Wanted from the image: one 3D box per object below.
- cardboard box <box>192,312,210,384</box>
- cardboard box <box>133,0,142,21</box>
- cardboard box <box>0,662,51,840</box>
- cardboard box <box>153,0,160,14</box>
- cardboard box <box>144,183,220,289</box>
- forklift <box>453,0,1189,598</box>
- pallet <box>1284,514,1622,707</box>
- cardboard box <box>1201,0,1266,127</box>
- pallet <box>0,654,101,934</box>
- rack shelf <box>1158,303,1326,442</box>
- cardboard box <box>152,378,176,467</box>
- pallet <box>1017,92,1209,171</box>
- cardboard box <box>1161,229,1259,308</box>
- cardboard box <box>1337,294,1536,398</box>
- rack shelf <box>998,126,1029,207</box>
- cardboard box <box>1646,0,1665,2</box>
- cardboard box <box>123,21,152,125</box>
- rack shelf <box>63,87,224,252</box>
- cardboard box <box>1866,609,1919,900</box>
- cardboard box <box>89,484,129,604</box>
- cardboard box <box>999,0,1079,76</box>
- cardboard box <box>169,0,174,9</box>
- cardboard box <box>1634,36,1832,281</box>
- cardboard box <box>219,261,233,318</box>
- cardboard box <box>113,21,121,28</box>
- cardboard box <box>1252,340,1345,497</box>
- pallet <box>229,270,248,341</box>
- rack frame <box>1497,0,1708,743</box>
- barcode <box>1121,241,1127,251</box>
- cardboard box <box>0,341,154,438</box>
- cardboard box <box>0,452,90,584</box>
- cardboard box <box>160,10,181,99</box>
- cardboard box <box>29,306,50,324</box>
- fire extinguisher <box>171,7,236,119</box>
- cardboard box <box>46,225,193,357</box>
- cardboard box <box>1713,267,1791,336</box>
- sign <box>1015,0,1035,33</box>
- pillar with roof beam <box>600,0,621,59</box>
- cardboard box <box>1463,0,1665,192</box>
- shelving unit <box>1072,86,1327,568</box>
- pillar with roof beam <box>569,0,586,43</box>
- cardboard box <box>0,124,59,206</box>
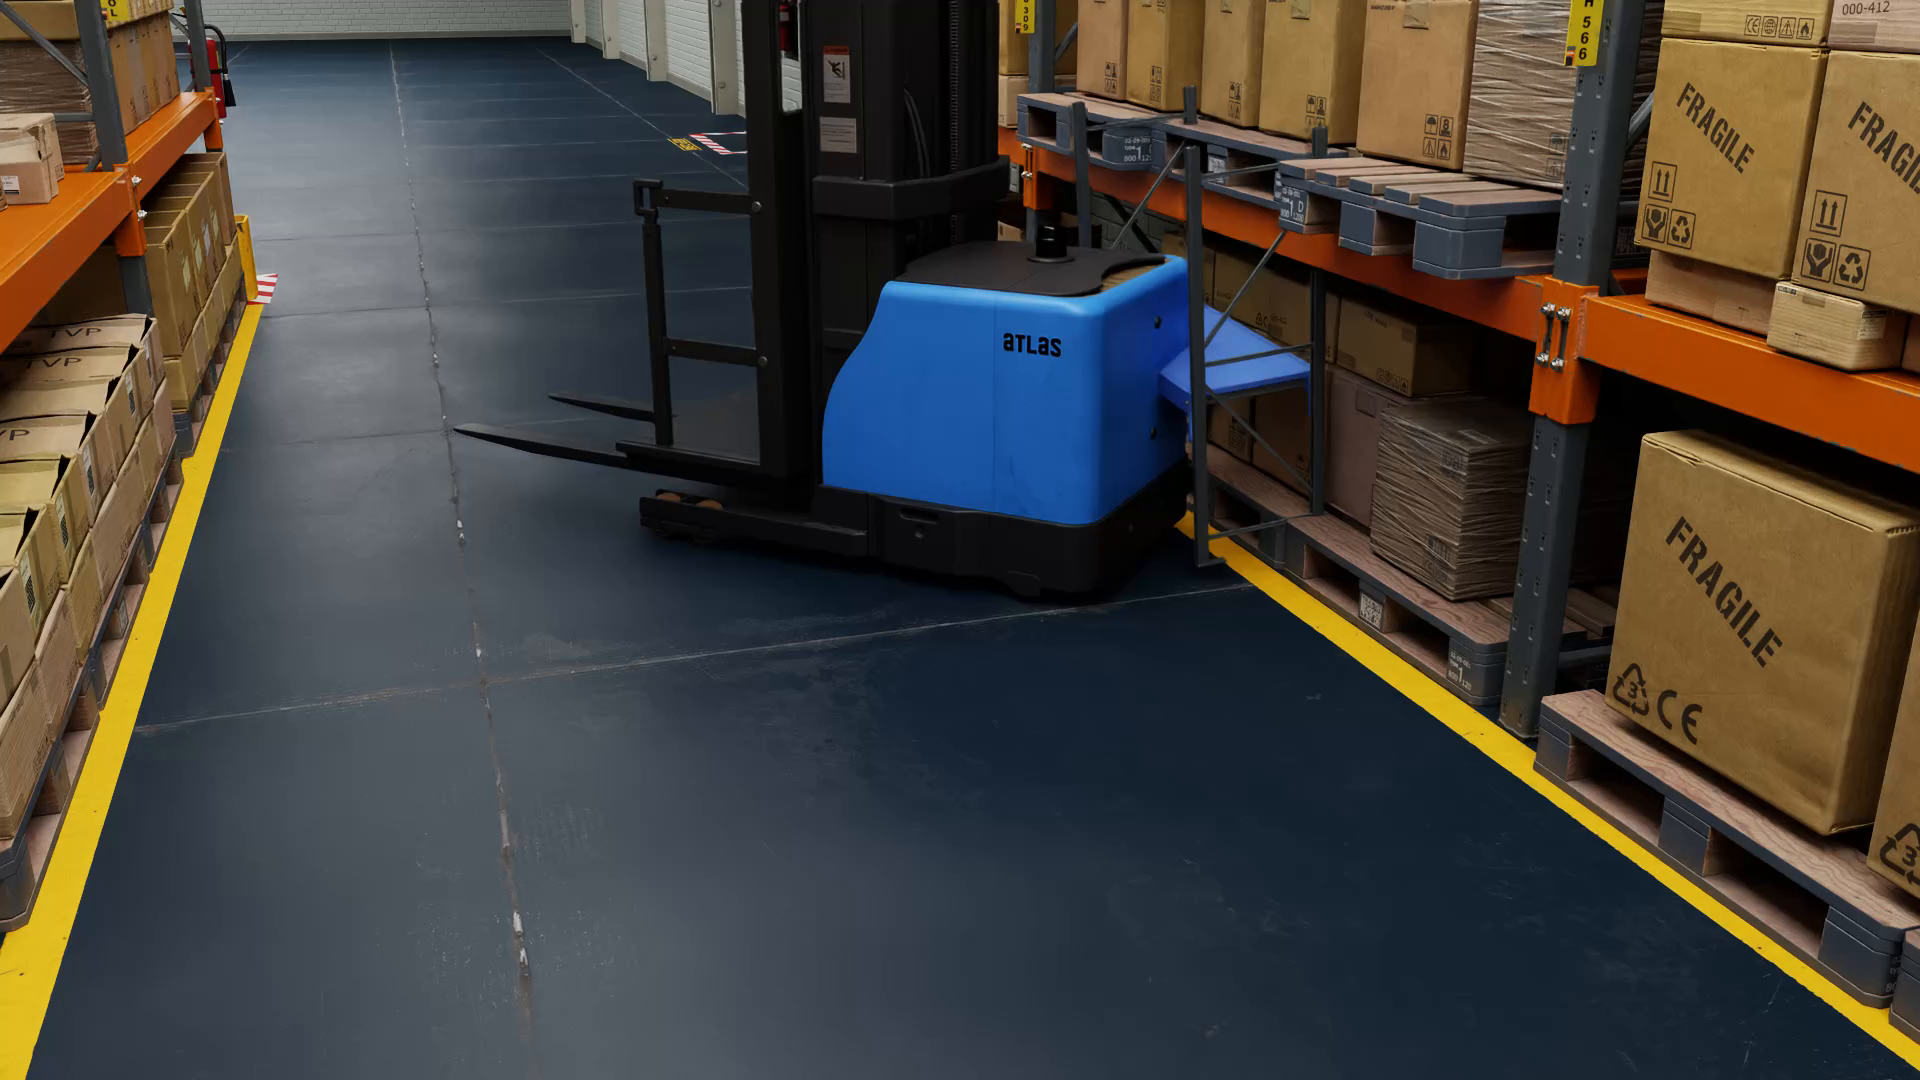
[{"bbox_3d":[-3.892,-0.903,7.938,0.500,0.250,0.500,-6,21,-17],"label":"cardboard box"},{"bbox_3d":[-4.348,-2.693,8.369,0.380,0.149,0.250,-7,21,-18],"label":"cardboard box"},{"bbox_3d":[-2.510,0.524,3.967,0.500,0.250,0.500,-6,21,-17],"label":"cardboard box"},{"bbox_3d":[-4.597,-2.944,9.067,0.380,0.149,0.250,-6,21,-16],"label":"cardboard box"},{"bbox_3d":[-4.203,-1.577,8.706,0.500,0.500,0.500,-6,21,-17],"label":"cardboard box"},{"bbox_3d":[-0.666,-1.511,6.288,3.031,2.935,1.130,10,22,26],"label":"forklift"},{"bbox_3d":[1.833,0.161,5.657,1.003,0.211,1.213,-6,21,-17],"label":"pallet"},{"bbox_3d":[1.353,-1.884,6.425,0.700,0.500,0.500,-4,20,-10],"label":"cardboard box"},{"bbox_3d":[-2.846,0.671,4.237,1.003,0.211,1.213,-6,21,-17],"label":"pallet"},{"bbox_3d":[0.891,-0.660,6.254,0.538,0.185,1.000,-12,25,-14],"label":"rack shelf"},{"bbox_3d":[-3.476,-0.458,6.702,0.500,0.250,0.500,-7,21,-18],"label":"cardboard box"},{"bbox_3d":[0.922,-1.834,7.368,1.003,0.211,1.213,-6,21,-17],"label":"pallet"},{"bbox_3d":[1.209,-1.193,7.237,0.500,0.250,0.500,-7,21,-18],"label":"cardboard box"},{"bbox_3d":[1.682,-0.700,5.864,0.500,0.250,0.500,-6,21,-16],"label":"cardboard box"},{"bbox_3d":[0.191,-2.488,9.970,1.077,0.370,4.000,-6,21,-17],"label":"rack shelf"},{"bbox_3d":[1.940,-1.568,4.586,0.380,0.149,0.250,-9,22,-24],"label":"cardboard box"},{"bbox_3d":[-4.515,-2.340,8.346,0.700,0.500,0.500,-6,21,-16],"label":"cardboard box"},{"bbox_3d":[-4.510,-1.960,8.501,1.077,0.370,4.000,-6,21,-17],"label":"rack shelf"},{"bbox_3d":[2.453,0.445,3.299,0.750,0.750,0.750,-6,21,-17],"label":"cardboard box"},{"bbox_3d":[-2.999,0.032,5.337,0.500,0.250,0.500,-6,21,-16],"label":"cardboard box"},{"bbox_3d":[0.378,-2.595,8.287,0.500,0.500,0.500,-6,21,-17],"label":"cardboard box"},{"bbox_3d":[-4.838,-3.191,9.755,0.380,0.149,0.250,-7,21,-18],"label":"cardboard box"},{"bbox_3d":[1.987,-0.914,3.907,0.500,0.500,0.500,-6,21,-16],"label":"cardboard box"},{"bbox_3d":[-4.362,-1.384,9.279,0.500,0.250,0.500,-6,21,-17],"label":"cardboard box"},{"bbox_3d":[-4.104,-2.444,7.676,0.380,0.149,0.250,-7,21,-19],"label":"cardboard box"},{"bbox_3d":[1.567,-0.491,6.394,0.700,0.500,0.500,-7,21,-17],"label":"cardboard box"},{"bbox_3d":[-4.859,-1.387,9.967,1.003,0.211,1.213,-6,21,-17],"label":"pallet"},{"bbox_3d":[2.077,-0.901,4.487,1.000,3.000,0.127,-6,21,-17],"label":"rack frame"},{"bbox_3d":[0.878,-1.565,8.909,0.001,0.075,0.075,-6,21,-17],"label":"barcode"},{"bbox_3d":[-3.312,-0.559,6.151,0.500,0.311,0.500,-6,21,-16],"label":"cardboard box"},{"bbox_3d":[-2.841,-0.072,4.796,0.500,0.311,0.500,-7,21,-19],"label":"cardboard box"},{"bbox_3d":[-5.004,-2.837,9.728,0.700,0.500,0.500,-6,21,-17],"label":"cardboard box"},{"bbox_3d":[-4.381,-1.201,7.659,0.500,0.500,0.500,-6,21,-17],"label":"cardboard box"},{"bbox_3d":[-4.735,-2.992,10.422,0.296,0.674,0.183,-6,21,-17],"label":"fire extinguisher"},{"bbox_3d":[-3.730,-1.096,7.366,0.500,0.500,0.500,-6,21,-17],"label":"cardboard box"},{"bbox_3d":[2.032,-0.580,3.936,0.380,0.149,0.250,-6,21,-16],"label":"cardboard box"},{"bbox_3d":[0.307,-2.532,7.747,0.100,0.325,0.005,-6,21,-17],"label":"sign"},{"bbox_3d":[-11.026,-13.403,30.420,9.100,9.000,0.400,-6,21,-17],"label":"pillar with roof beam"},{"bbox_3d":[1.920,-1.305,4.813,0.700,0.500,0.500,-9,22,-24],"label":"cardboard box"},{"bbox_3d":[0.876,-0.823,6.180,0.538,1.500,1.048,-12,25,-14],"label":"shelving unit"},{"bbox_3d":[-12.912,-15.329,35.781,9.100,9.000,0.400,-6,21,-17],"label":"pillar with roof beam"},{"bbox_3d":[-3.431,-1.331,5.884,0.396,0.266,0.258,-7,21,-19],"label":"cardboard box"}]
